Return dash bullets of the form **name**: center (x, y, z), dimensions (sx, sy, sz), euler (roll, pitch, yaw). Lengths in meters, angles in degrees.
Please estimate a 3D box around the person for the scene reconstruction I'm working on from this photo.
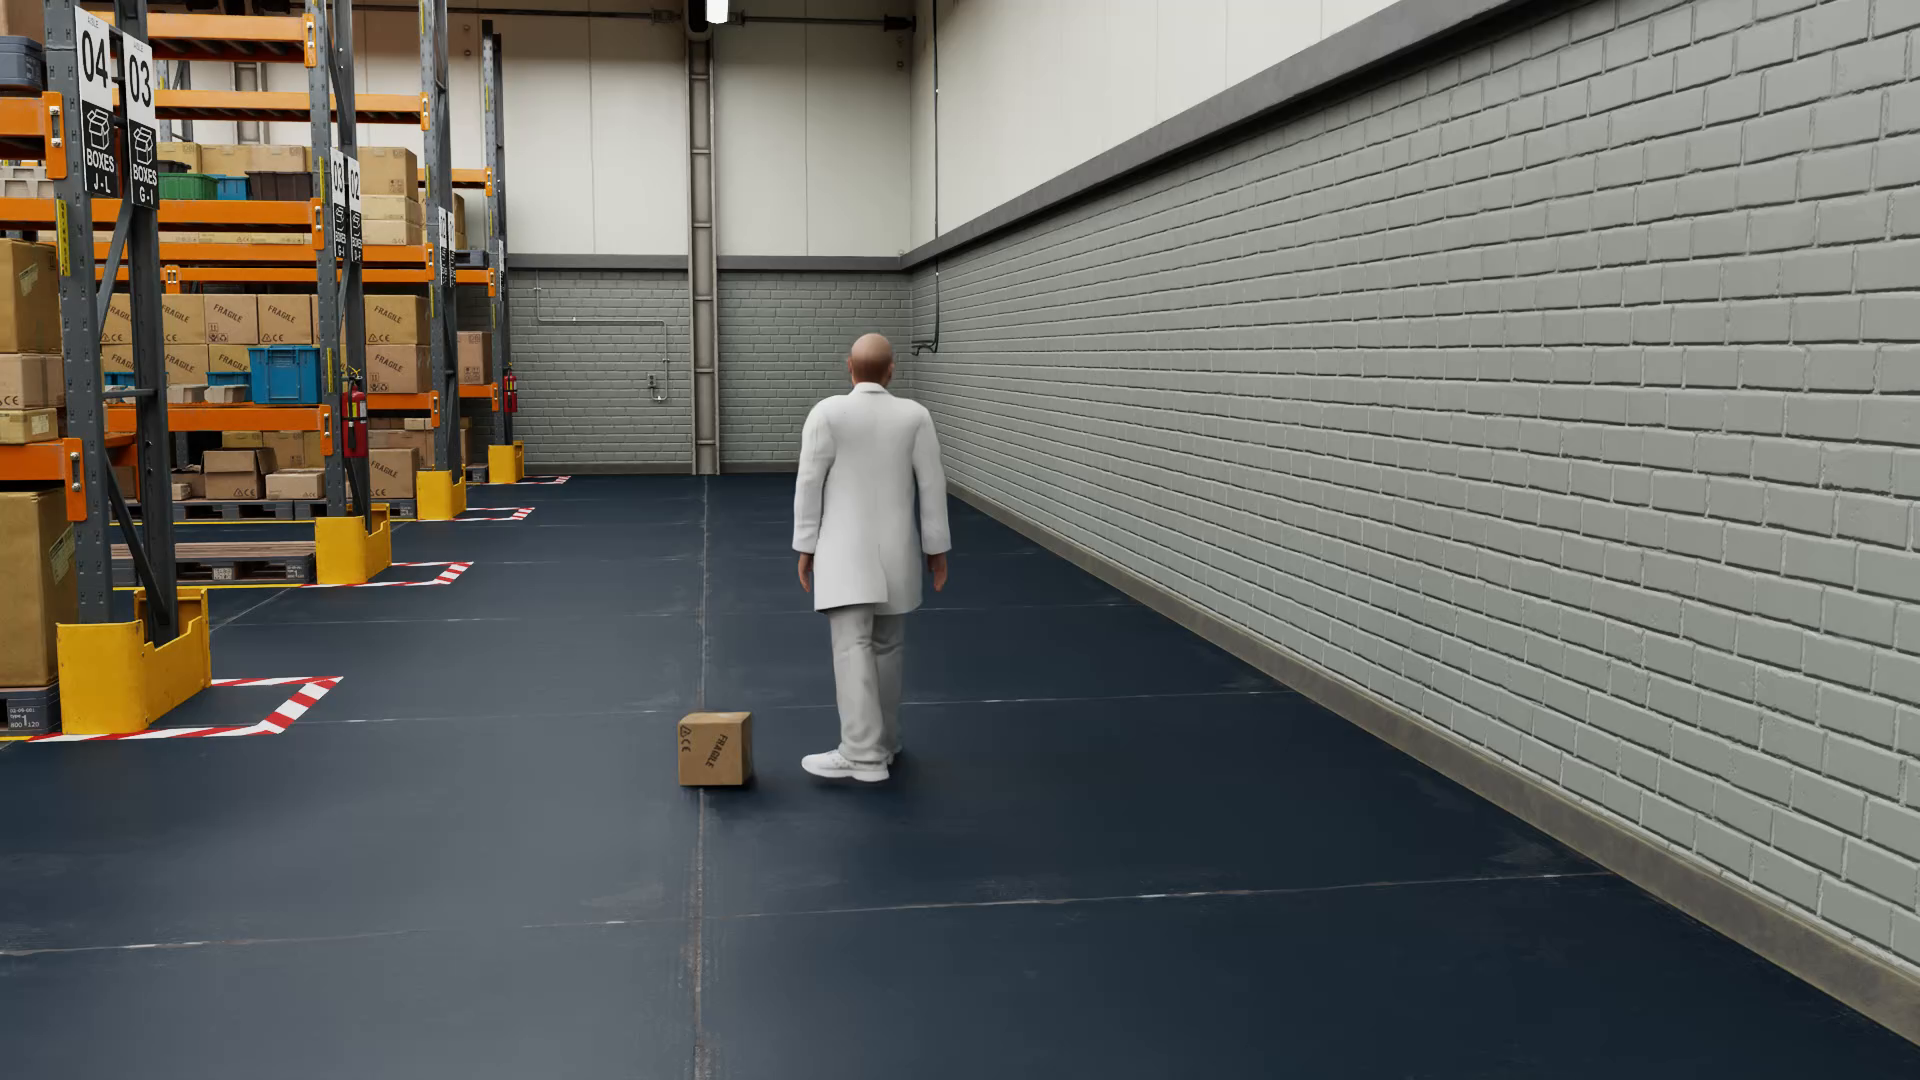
- **person**: center (-0.362, 0.058, 6.742), dimensions (0.645, 1.778, 0.688), euler (-2, 7, -21)
